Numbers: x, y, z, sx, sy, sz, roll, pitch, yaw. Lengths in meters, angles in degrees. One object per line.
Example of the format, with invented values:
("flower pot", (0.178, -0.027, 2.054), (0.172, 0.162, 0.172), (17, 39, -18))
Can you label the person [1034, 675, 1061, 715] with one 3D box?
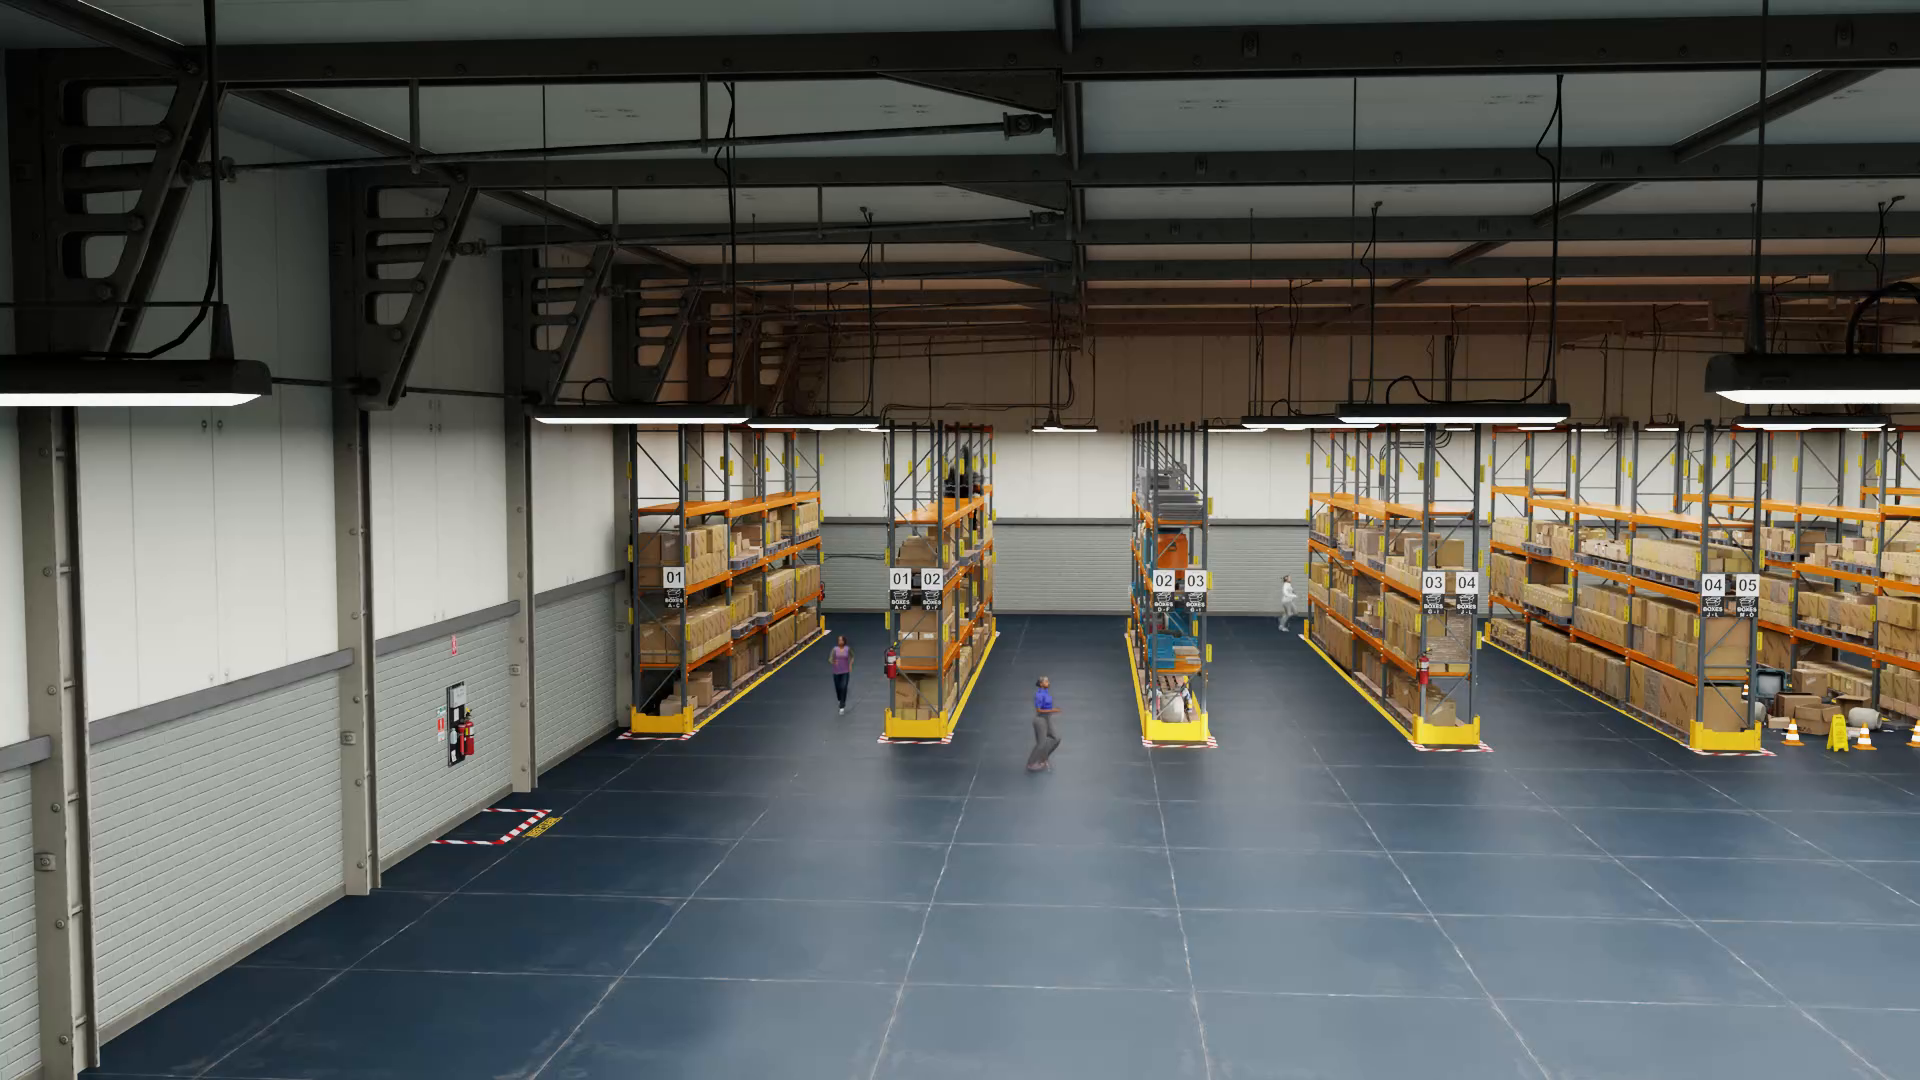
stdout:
("person", (1.485, 2.706, 28.241), (0.610, 0.826, 0.542), (2, 4, 24))

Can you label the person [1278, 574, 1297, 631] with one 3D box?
("person", (9.570, 1.810, 48.517), (0.529, 1.669, 0.399), (1, 4, 19))

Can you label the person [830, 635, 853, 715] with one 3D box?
("person", (-2.436, 2.751, 34.142), (0.508, 1.560, 0.849), (0, 4, 0))
